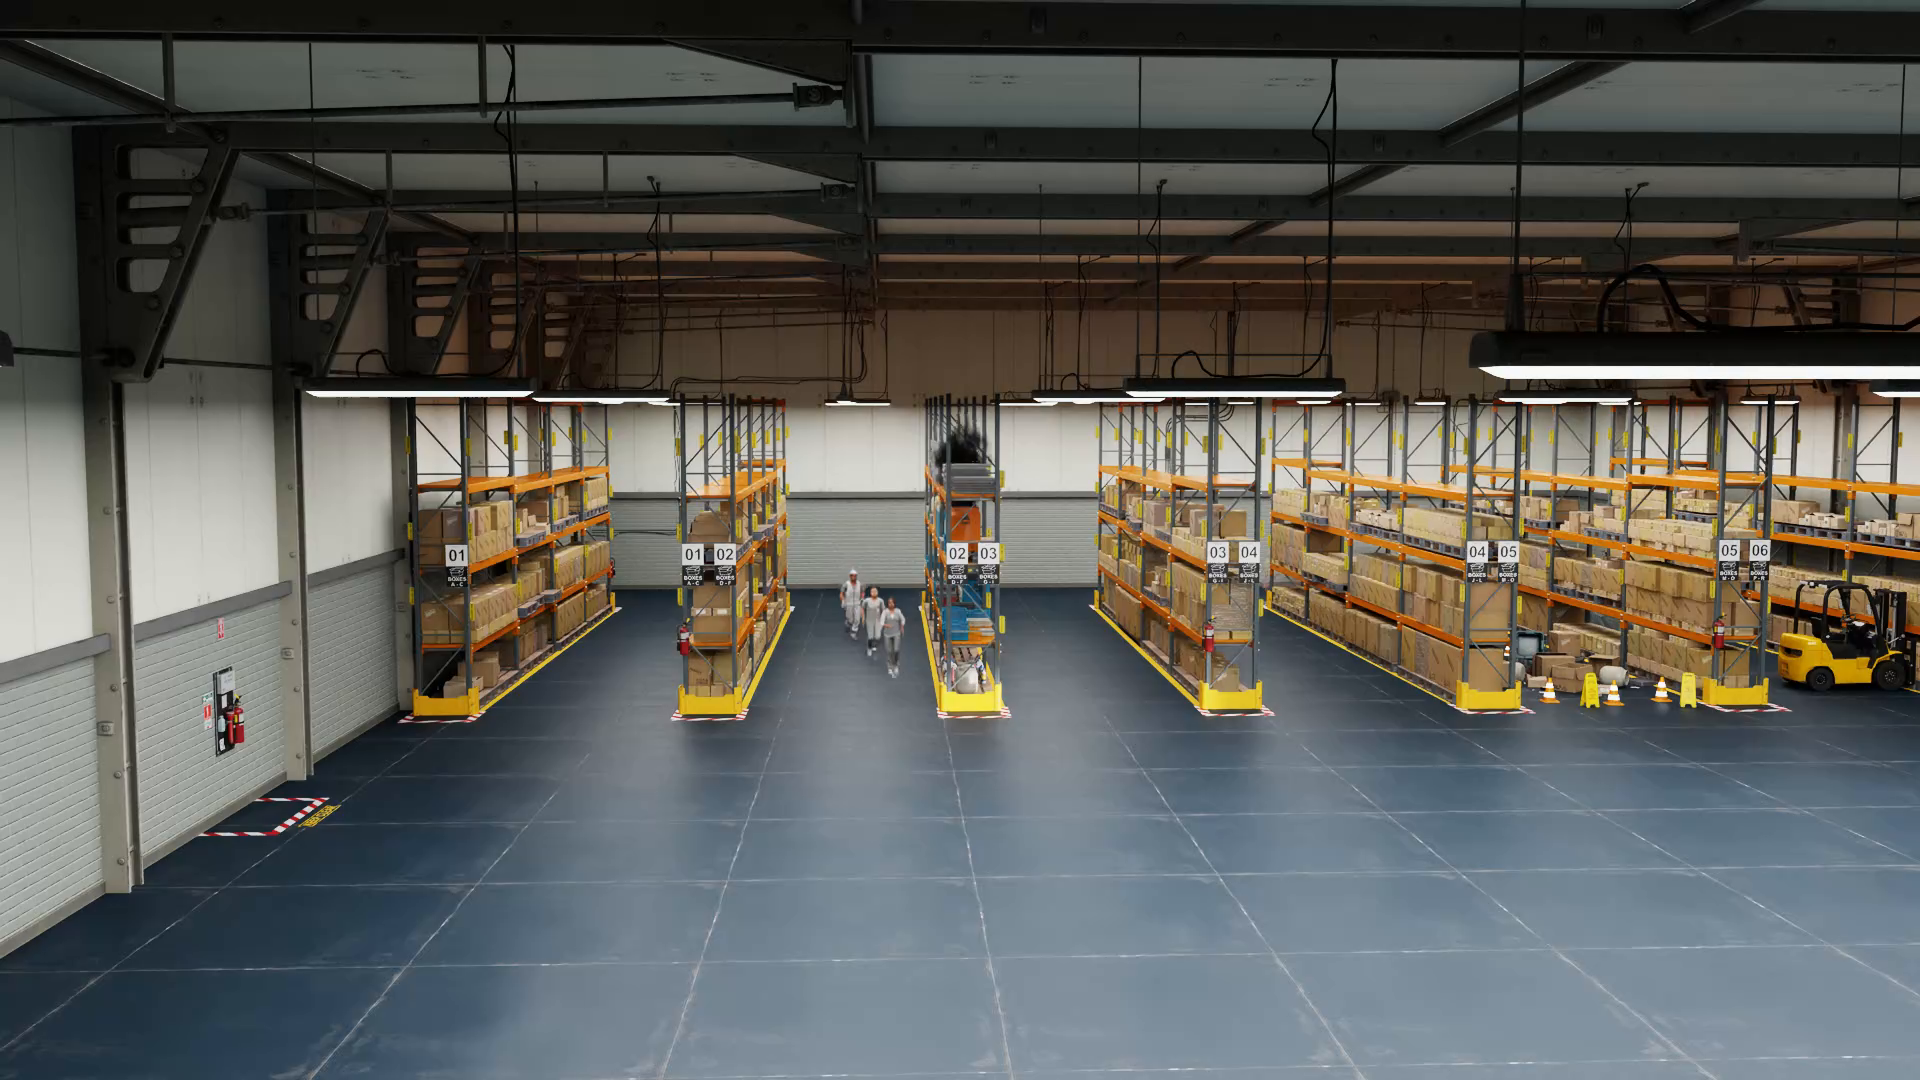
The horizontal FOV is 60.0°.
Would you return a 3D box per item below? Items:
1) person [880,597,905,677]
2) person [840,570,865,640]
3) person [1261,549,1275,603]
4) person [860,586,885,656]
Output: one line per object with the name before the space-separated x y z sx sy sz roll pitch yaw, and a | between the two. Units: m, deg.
person | -1.369 1.988 33.753 0.510 1.600 0.639 0 5 -3
person | -2.667 1.605 41.238 0.643 1.733 0.638 -1 5 -17
person | 9.180 1.057 48.936 0.576 1.629 0.595 -2 5 -19
person | -1.941 1.835 37.339 0.566 1.592 0.550 -1 5 -10
